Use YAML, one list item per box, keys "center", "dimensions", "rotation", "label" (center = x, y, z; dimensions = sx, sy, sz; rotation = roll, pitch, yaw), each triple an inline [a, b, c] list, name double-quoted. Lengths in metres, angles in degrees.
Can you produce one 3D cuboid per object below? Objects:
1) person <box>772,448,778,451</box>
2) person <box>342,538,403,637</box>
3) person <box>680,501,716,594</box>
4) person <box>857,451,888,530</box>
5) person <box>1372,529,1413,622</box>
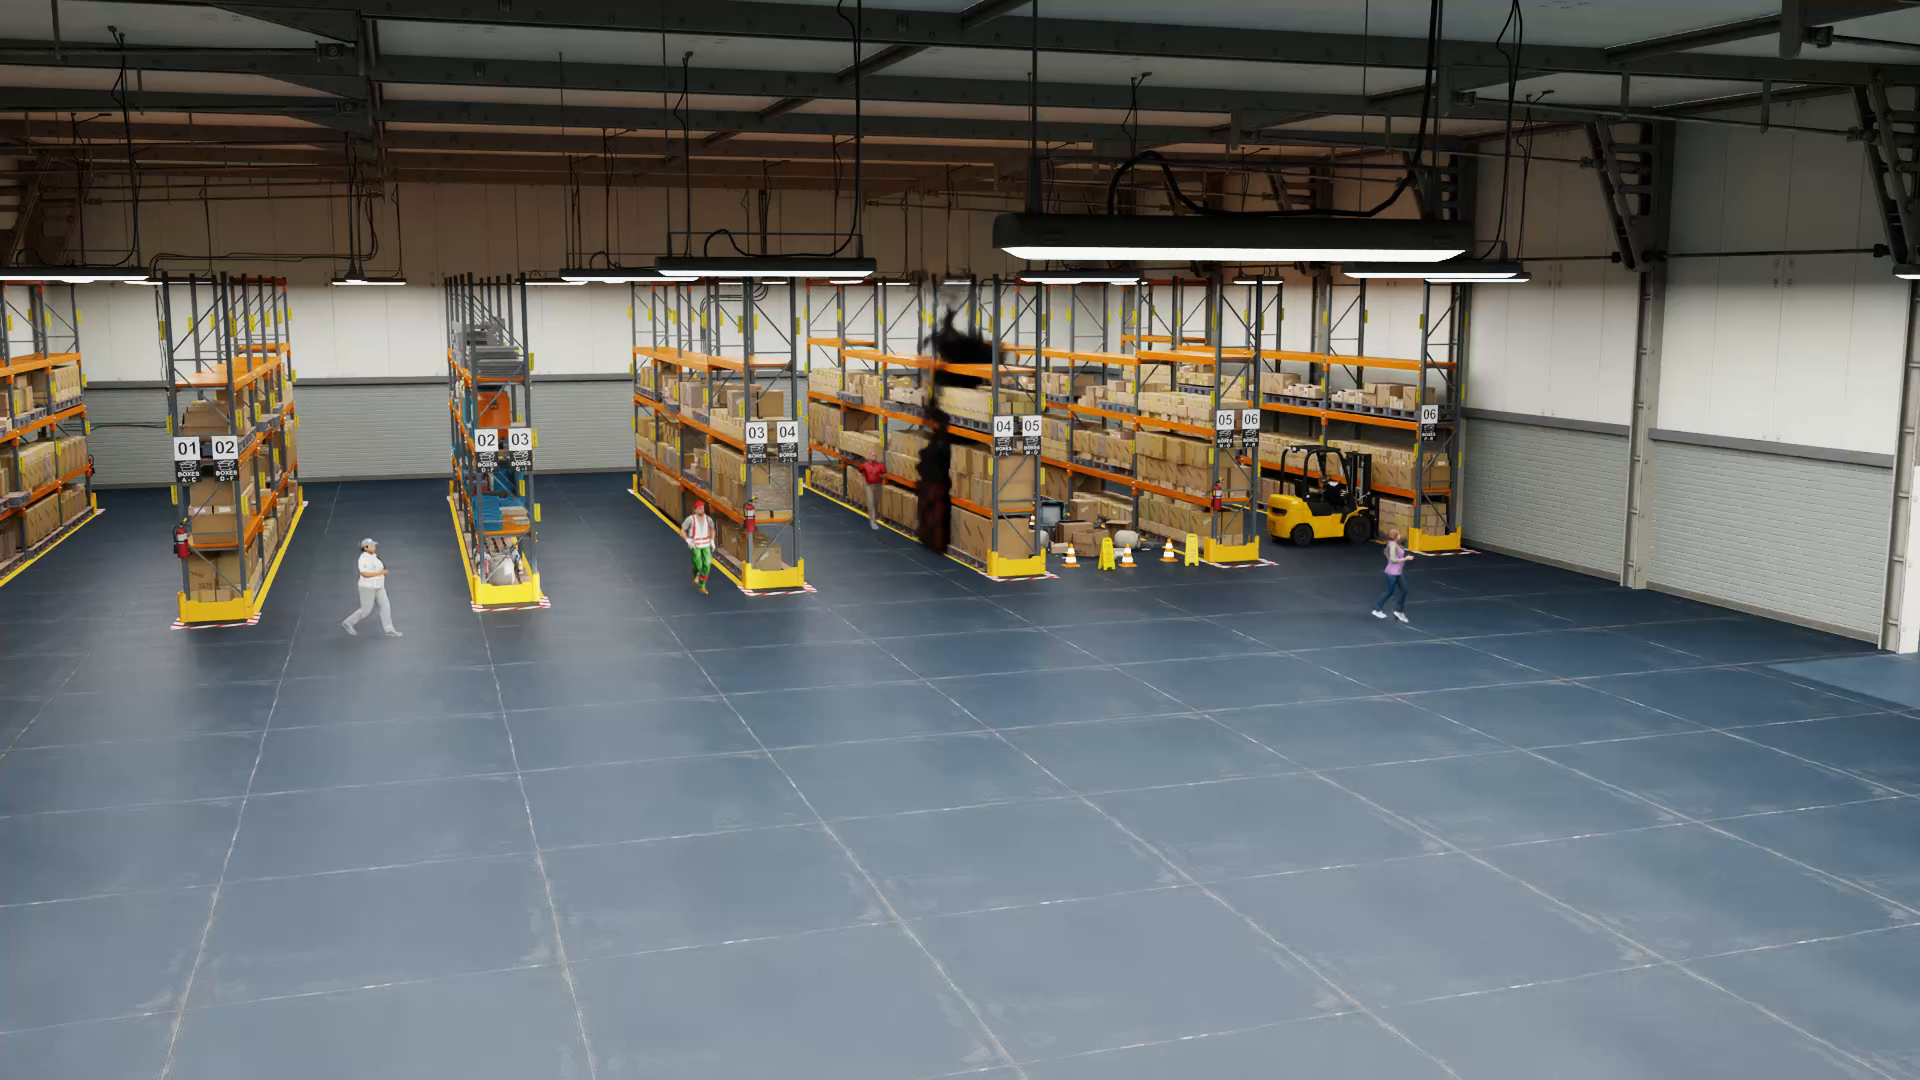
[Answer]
- center: [-5.534, -2.364, 48.462]
  dimensions: [0.649, 1.580, 0.676]
  rotation: [2, 9, 15]
  label: "person"
- center: [-9.664, 0.785, 27.280]
  dimensions: [0.944, 1.639, 0.614]
  rotation: [1, 9, 5]
  label: "person"
- center: [-4.944, 0.127, 31.525]
  dimensions: [0.694, 1.751, 0.575]
  rotation: [-4, 10, -26]
  label: "person"
- center: [-1.965, -1.137, 37.905]
  dimensions: [0.661, 1.768, 0.919]
  rotation: [-3, 9, -19]
  label: "person"
- center: [7.493, 0.608, 28.733]
  dimensions: [0.677, 1.635, 0.516]
  rotation: [4, 10, 26]
  label: "person"
